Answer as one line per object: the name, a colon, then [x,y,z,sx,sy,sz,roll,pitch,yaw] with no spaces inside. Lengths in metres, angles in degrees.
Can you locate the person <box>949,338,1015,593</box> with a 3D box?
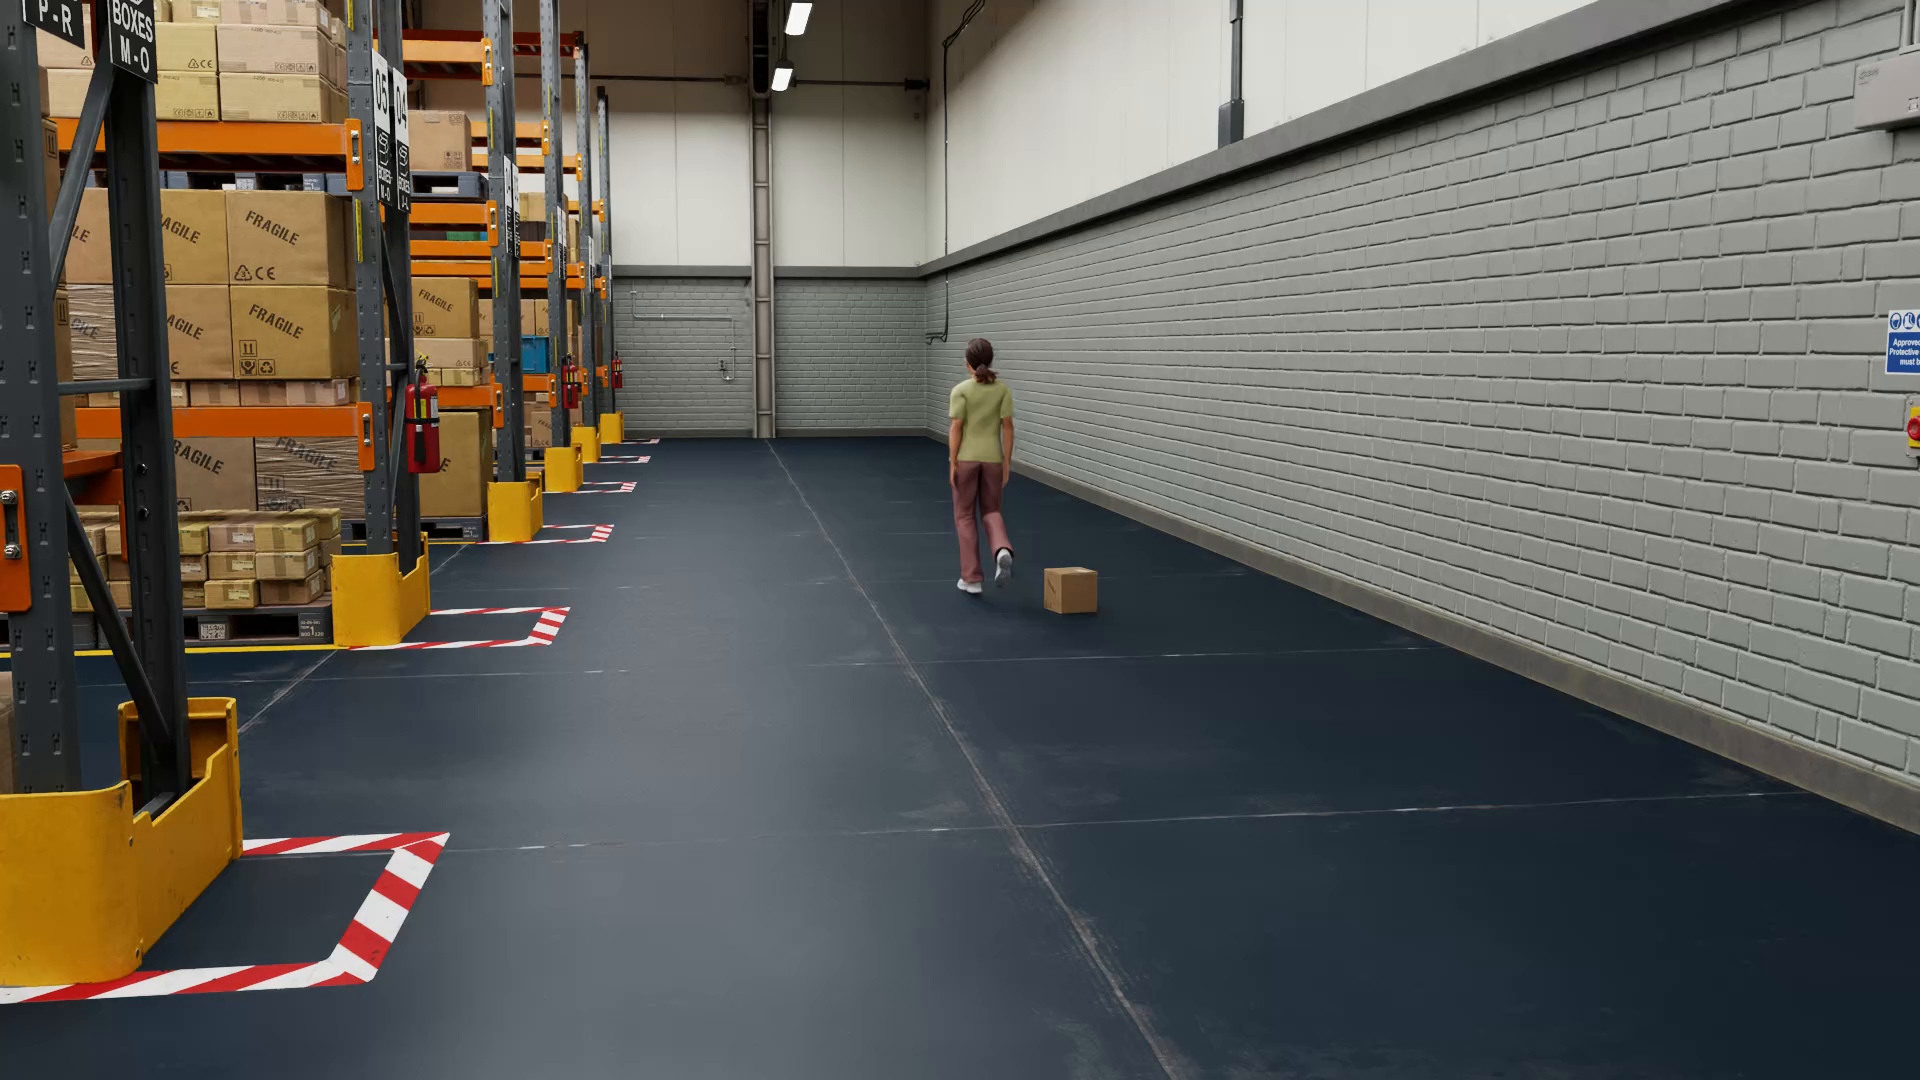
person: [0.133,-0.476,10.777,0.442,1.656,0.589,-2,7,-17]
